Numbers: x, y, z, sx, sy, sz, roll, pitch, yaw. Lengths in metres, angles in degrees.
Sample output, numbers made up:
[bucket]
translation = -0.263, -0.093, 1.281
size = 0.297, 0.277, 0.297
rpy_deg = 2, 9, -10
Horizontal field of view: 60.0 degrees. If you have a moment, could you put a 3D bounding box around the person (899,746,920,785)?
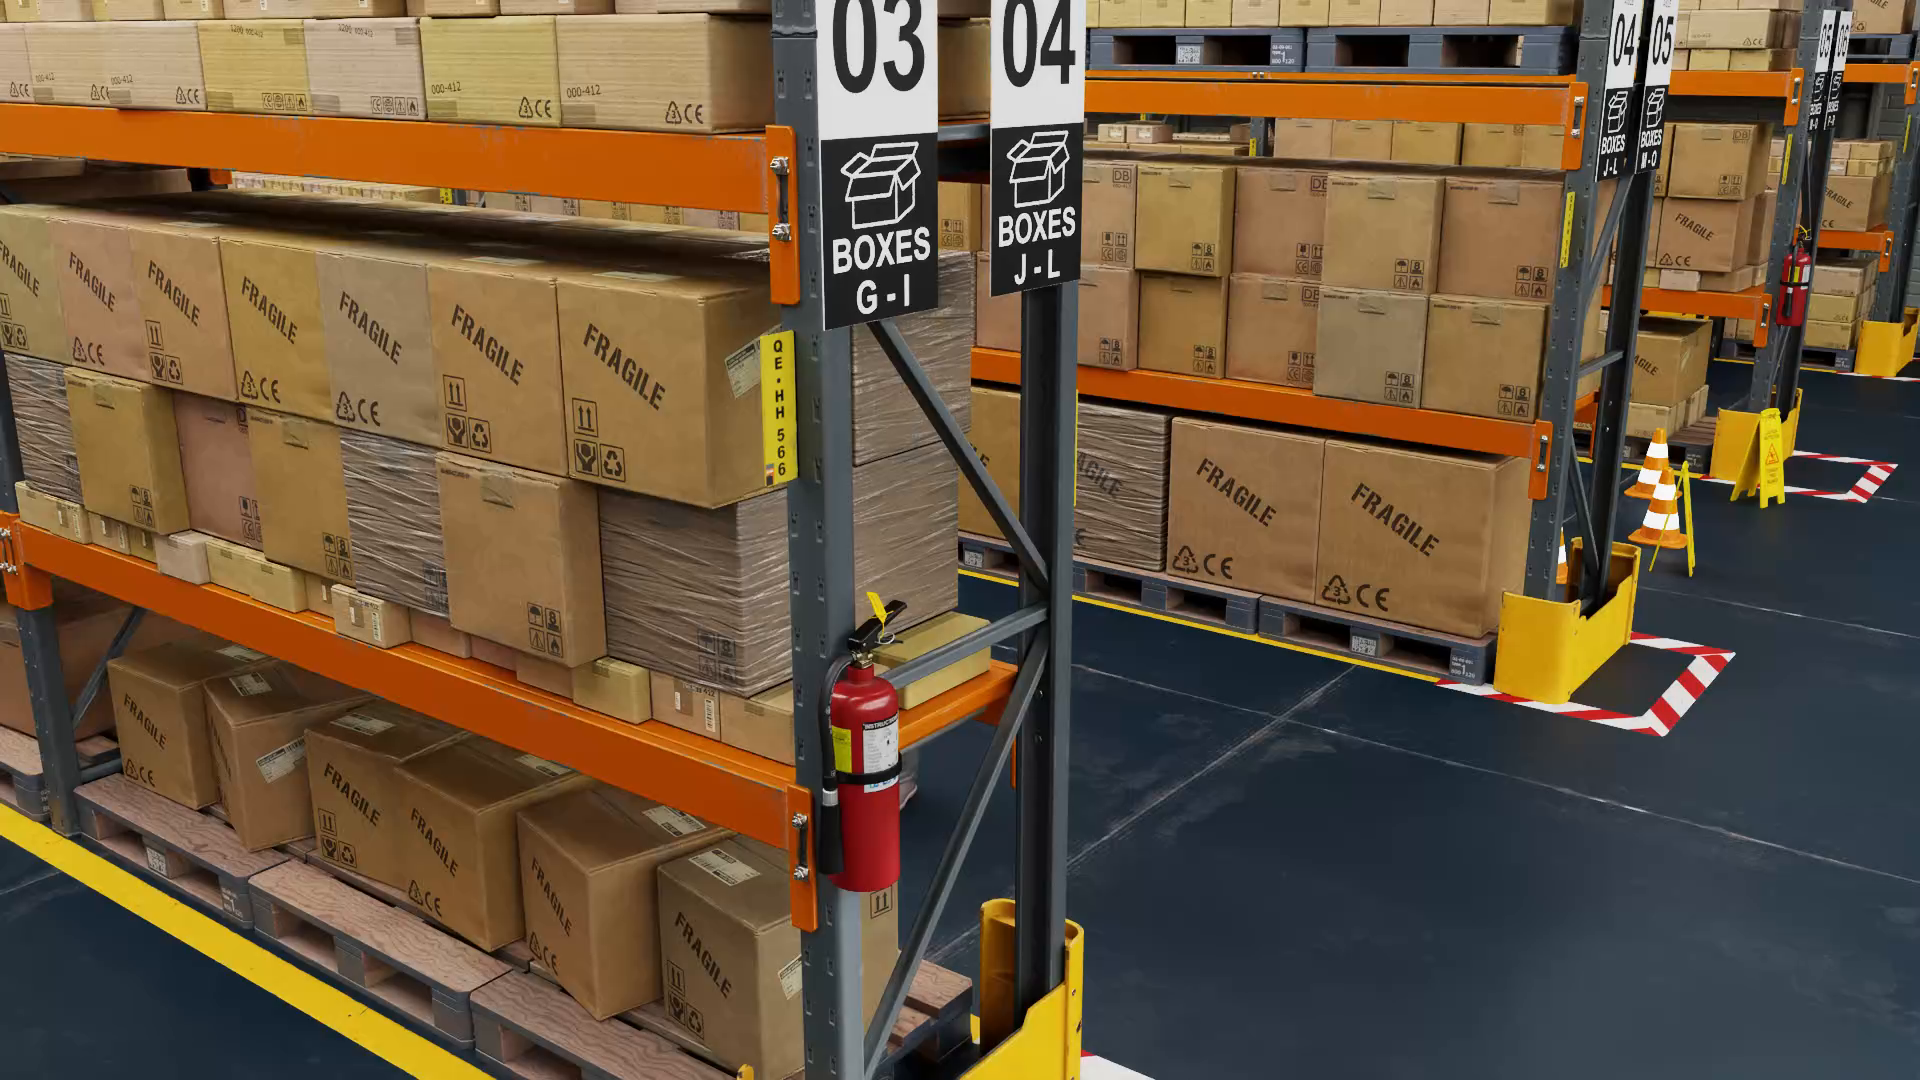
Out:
[person]
translation = -0.305, 0.225, 6.678
size = 0.496, 1.585, 0.352
rpy_deg = 12, 20, 34
